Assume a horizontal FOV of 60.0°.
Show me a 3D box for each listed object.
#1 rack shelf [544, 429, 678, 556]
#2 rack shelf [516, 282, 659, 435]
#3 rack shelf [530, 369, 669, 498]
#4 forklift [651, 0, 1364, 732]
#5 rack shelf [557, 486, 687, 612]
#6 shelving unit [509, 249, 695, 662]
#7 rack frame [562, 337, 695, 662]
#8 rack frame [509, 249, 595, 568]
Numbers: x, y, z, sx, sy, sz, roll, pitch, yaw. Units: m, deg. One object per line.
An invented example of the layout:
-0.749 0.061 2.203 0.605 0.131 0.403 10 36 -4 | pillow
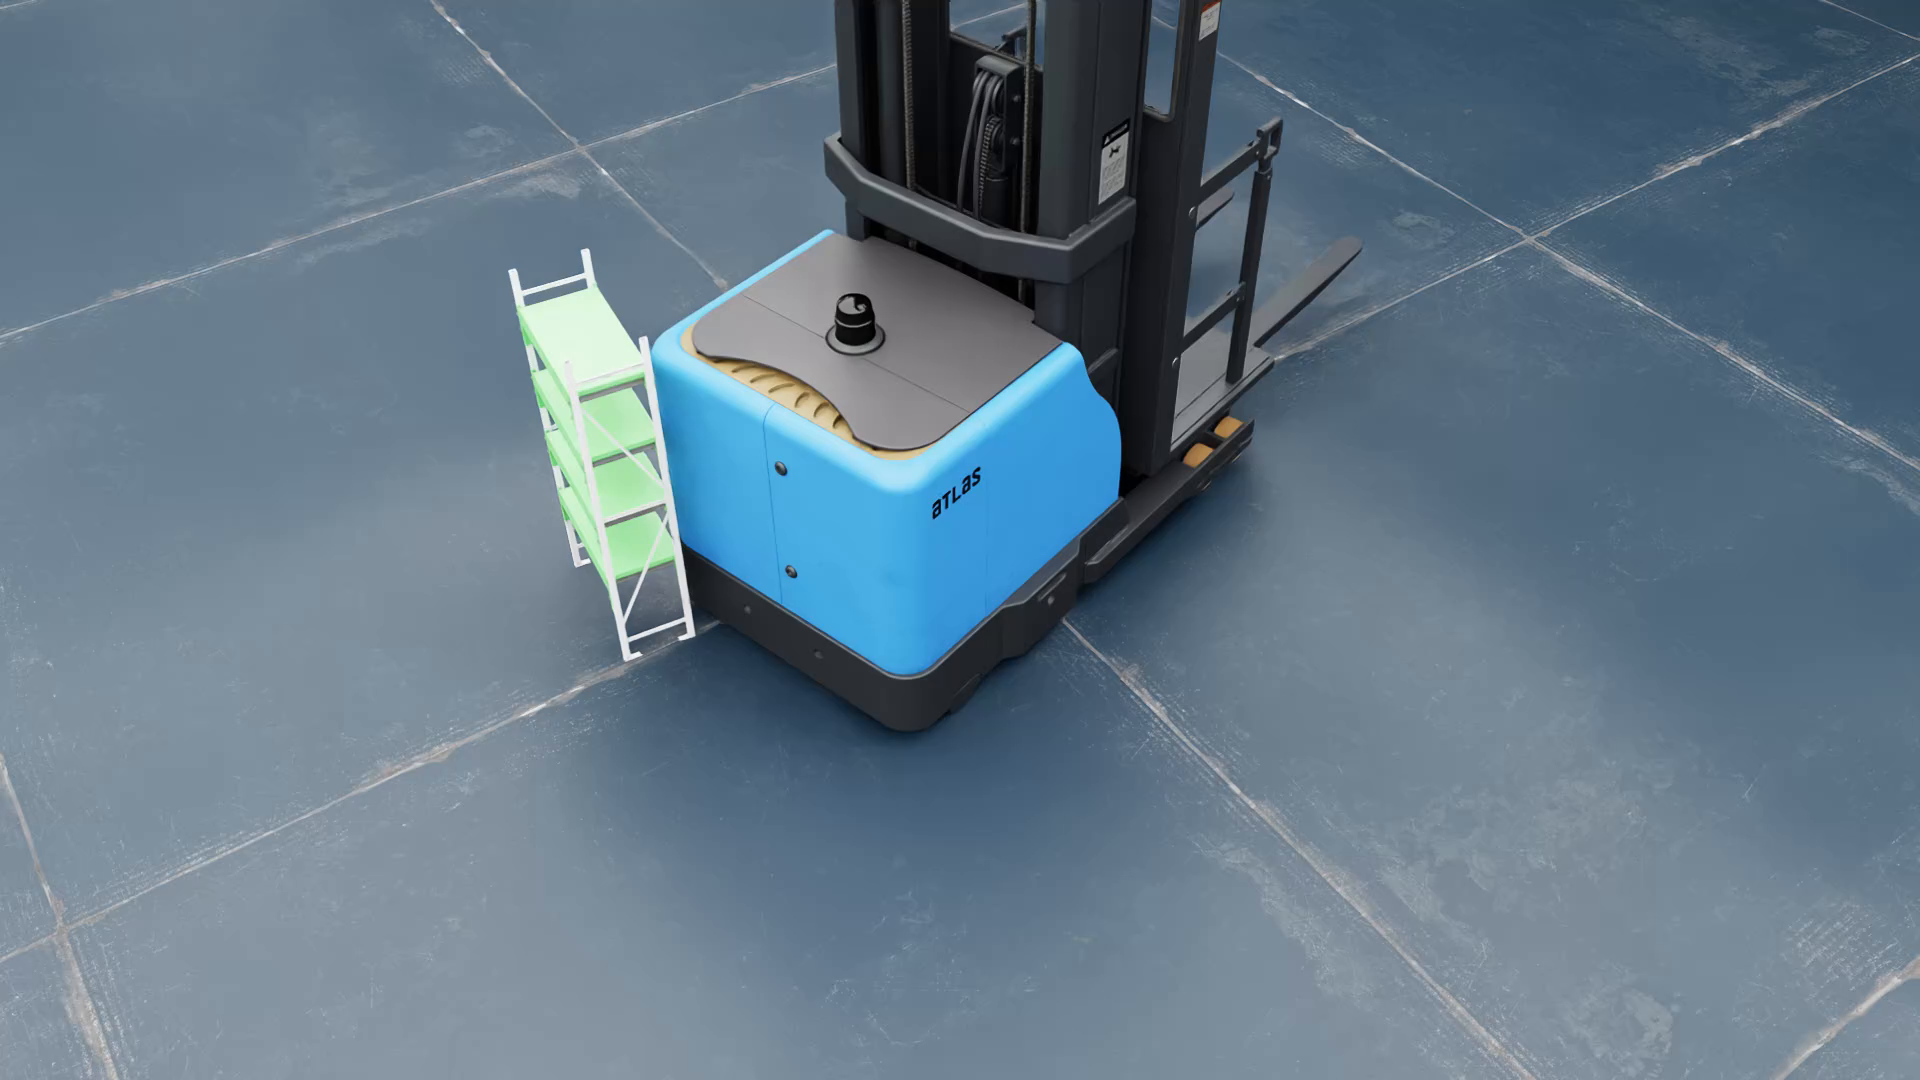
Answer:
-1.087 -0.189 5.171 0.258 0.148 0.480 -20 47 -20 | rack shelf
-1.087 -0.536 4.840 0.258 0.148 0.480 -20 47 -20 | rack shelf
-1.087 -0.362 5.005 0.258 0.148 0.480 -20 47 -20 | rack shelf
0.408 -1.436 5.131 1.130 2.935 3.031 29 51 27 | forklift
-1.087 -0.015 5.337 0.258 0.148 0.480 -20 47 -20 | rack shelf
-1.087 -0.235 5.127 0.258 1.200 0.503 -20 47 -20 | shelving unit
-0.972 -0.086 4.971 0.240 1.200 0.015 -20 47 -20 | rack frame
-1.202 -0.383 5.283 0.240 1.200 0.015 -20 47 -20 | rack frame
